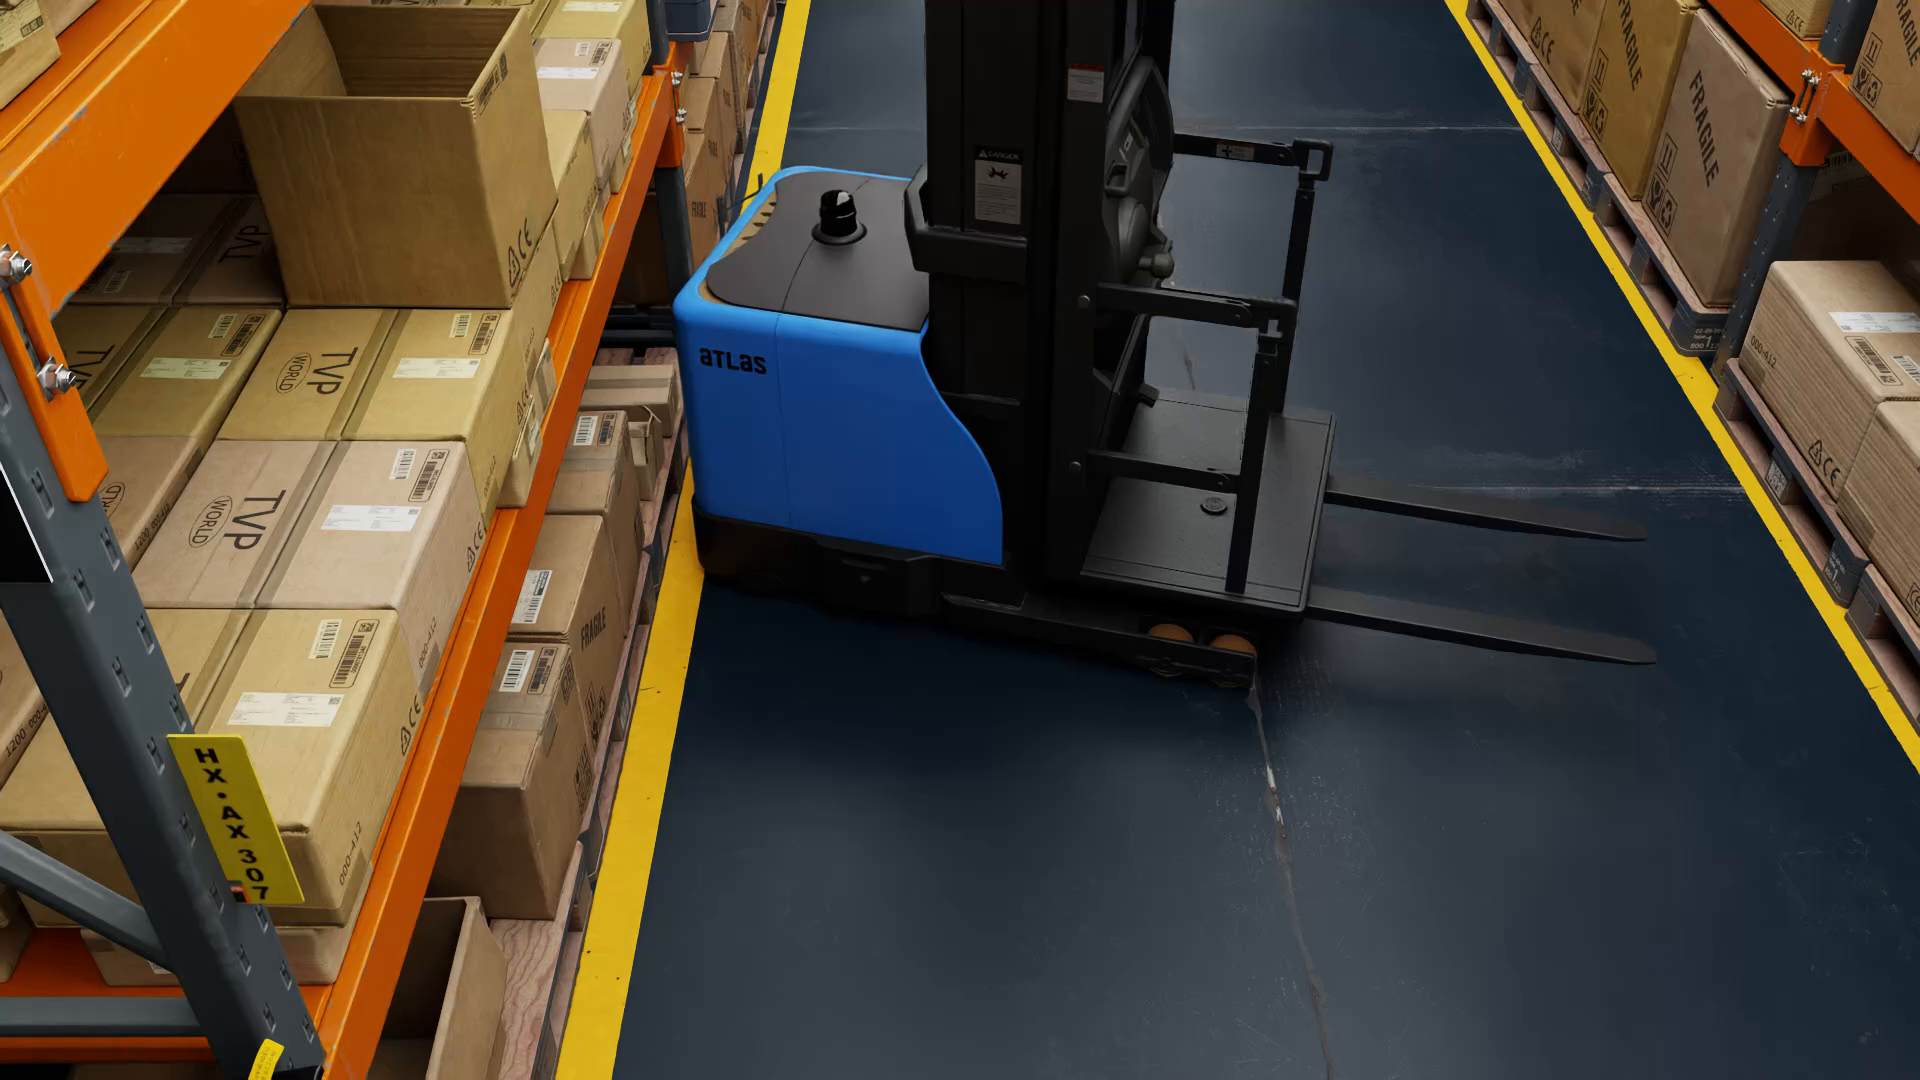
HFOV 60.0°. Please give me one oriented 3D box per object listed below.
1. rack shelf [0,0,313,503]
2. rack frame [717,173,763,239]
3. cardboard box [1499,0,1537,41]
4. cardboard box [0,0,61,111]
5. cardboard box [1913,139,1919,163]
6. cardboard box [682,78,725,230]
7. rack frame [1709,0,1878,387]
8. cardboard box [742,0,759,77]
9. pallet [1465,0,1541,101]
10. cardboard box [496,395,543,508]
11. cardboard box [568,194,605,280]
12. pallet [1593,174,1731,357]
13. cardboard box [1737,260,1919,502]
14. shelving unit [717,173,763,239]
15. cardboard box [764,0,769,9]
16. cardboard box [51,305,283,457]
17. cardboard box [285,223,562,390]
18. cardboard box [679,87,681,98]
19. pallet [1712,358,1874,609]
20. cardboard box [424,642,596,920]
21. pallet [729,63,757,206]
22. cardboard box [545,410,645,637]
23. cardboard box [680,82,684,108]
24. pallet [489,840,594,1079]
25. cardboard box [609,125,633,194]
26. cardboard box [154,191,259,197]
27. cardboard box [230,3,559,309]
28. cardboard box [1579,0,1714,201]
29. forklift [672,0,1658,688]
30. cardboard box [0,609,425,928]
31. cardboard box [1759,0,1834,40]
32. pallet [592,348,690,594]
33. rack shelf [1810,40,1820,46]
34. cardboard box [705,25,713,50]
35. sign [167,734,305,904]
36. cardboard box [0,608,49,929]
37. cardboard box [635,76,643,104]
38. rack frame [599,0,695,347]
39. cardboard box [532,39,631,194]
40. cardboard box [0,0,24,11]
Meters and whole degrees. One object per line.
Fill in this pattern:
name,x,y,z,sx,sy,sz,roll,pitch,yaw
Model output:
rack shelf,-1.499,-1.429,3.311,1.077,0.370,4.000,0,39,0
rack frame,-0.778,-0.901,6.155,0.006,0.900,0.240,24,44,27
cardboard box,3.375,-3.200,8.708,0.875,0.875,0.875,0,39,0
cardboard box,-1.265,-0.561,1.853,0.380,0.149,0.250,1,39,1
cardboard box,3.197,-1.227,4.802,0.500,0.500,0.500,0,39,0
cardboard box,-1.288,-1.614,7.029,0.500,0.500,0.500,-1,39,-1
rack frame,3.462,-1.796,5.592,1.000,3.000,0.127,0,39,0
cardboard box,-1.297,-2.575,8.228,0.500,0.500,0.500,2,39,2
pallet,3.383,-2.716,8.970,1.003,0.211,1.213,0,39,0
cardboard box,-1.175,-0.202,3.804,0.380,0.149,0.250,-1,39,-1
cardboard box,-1.201,-0.844,4.605,0.380,0.149,0.250,-1,39,-1
pallet,3.386,-1.190,7.066,1.003,0.211,1.213,0,39,0
cardboard box,3.355,-0.567,5.772,0.875,0.438,0.875,-1,39,-1
shelving unit,-0.695,-0.865,6.109,0.210,0.900,0.258,24,44,27
cardboard box,-1.291,-3.216,9.027,0.500,0.500,0.500,1,39,1
cardboard box,-1.758,-0.266,3.565,0.500,0.250,0.500,1,39,1
cardboard box,-1.255,-0.582,3.960,0.500,0.250,0.500,-1,39,-1
cardboard box,-1.284,-1.735,6.422,0.380,0.149,0.250,-2,39,-2
pallet,3.385,-0.232,5.871,1.003,0.211,1.213,0,39,0
cardboard box,-1.365,0.606,4.258,0.700,0.500,0.500,1,39,2
pallet,-1.545,-1.975,8.046,1.003,0.211,1.213,0,39,0
cardboard box,-1.366,-0.043,5.068,0.700,0.500,0.500,-1,39,-2
cardboard box,-1.325,-1.790,6.729,0.380,0.149,0.250,-2,39,-2
pallet,-1.499,1.254,4.017,1.003,0.211,1.213,0,39,0
cardboard box,-1.202,-1.167,5.009,0.380,0.149,0.250,1,39,1
cardboard box,-1.765,-0.901,4.358,0.500,0.250,0.500,1,39,1
cardboard box,-1.230,-0.861,3.708,0.500,0.500,0.500,1,39,1
cardboard box,3.373,-2.083,7.314,0.875,0.875,0.875,1,39,1
forklift,0.699,-1.055,4.723,3.031,2.935,1.130,10,40,12
cardboard box,-1.228,0.370,2.772,0.500,0.250,0.500,0,39,0
cardboard box,3.209,-2.018,5.989,0.500,0.250,0.500,-1,39,-1
pallet,-1.502,-0.272,5.921,1.003,0.211,1.213,0,39,0
rack shelf,3.460,-2.842,7.317,0.919,0.124,3.809,0,39,0
cardboard box,-1.300,-2.273,7.332,0.380,0.149,0.250,1,39,2
sign,-0.954,0.373,2.193,0.100,0.325,0.005,0,39,0
cardboard box,-1.763,0.366,2.776,0.500,0.250,0.500,1,39,1
cardboard box,-1.249,-1.493,5.415,0.380,0.149,0.250,0,39,1
rack frame,-1.502,-1.790,5.585,1.000,3.000,0.127,0,39,0
cardboard box,-1.242,-1.216,4.751,0.500,0.250,0.500,0,39,0
cardboard box,-1.224,-0.794,1.826,0.500,0.250,0.500,0,39,-1
